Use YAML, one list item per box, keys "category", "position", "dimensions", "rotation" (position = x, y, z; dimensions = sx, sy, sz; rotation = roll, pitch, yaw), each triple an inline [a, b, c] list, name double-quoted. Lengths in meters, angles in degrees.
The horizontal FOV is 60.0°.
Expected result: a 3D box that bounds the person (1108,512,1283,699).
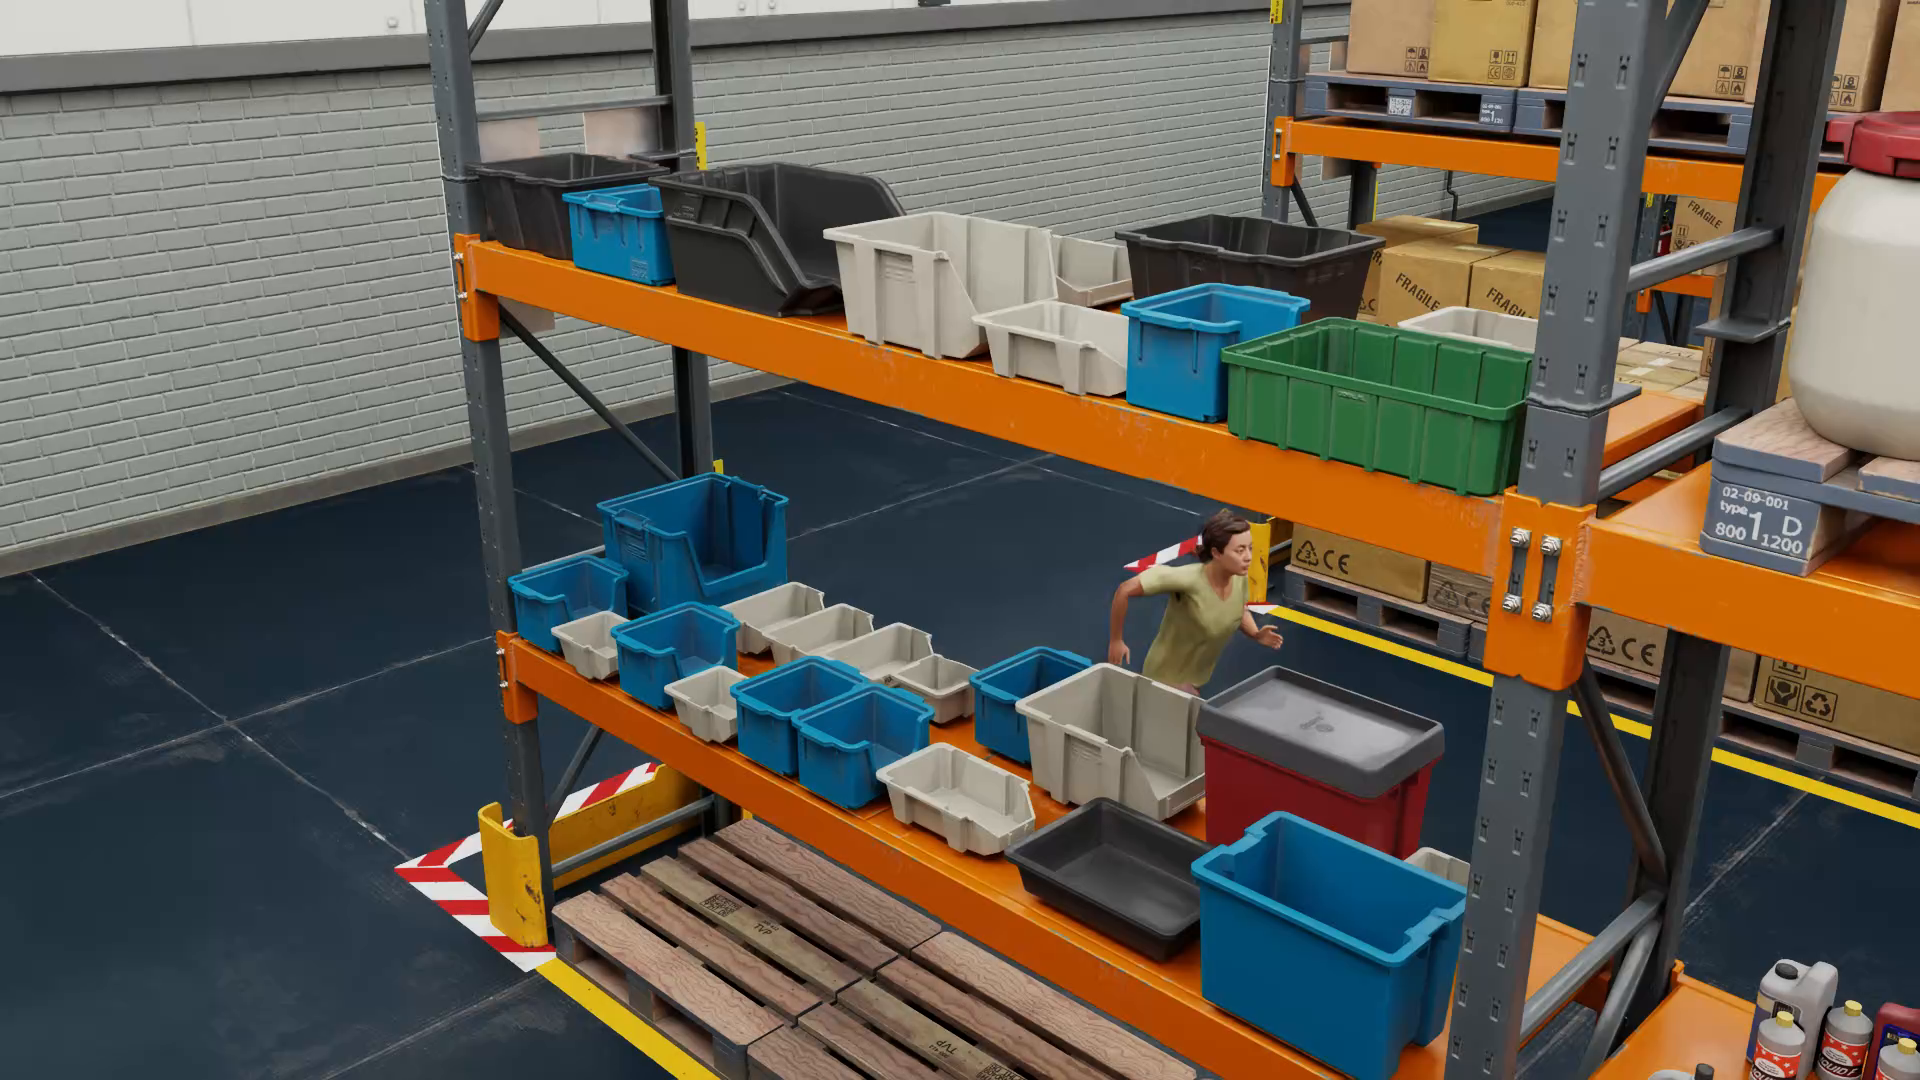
- category: "person"
  position: [0.928, 0.594, 7.093]
  dimensions: [0.908, 1.588, 0.573]
  rotation: [16, 26, 36]
